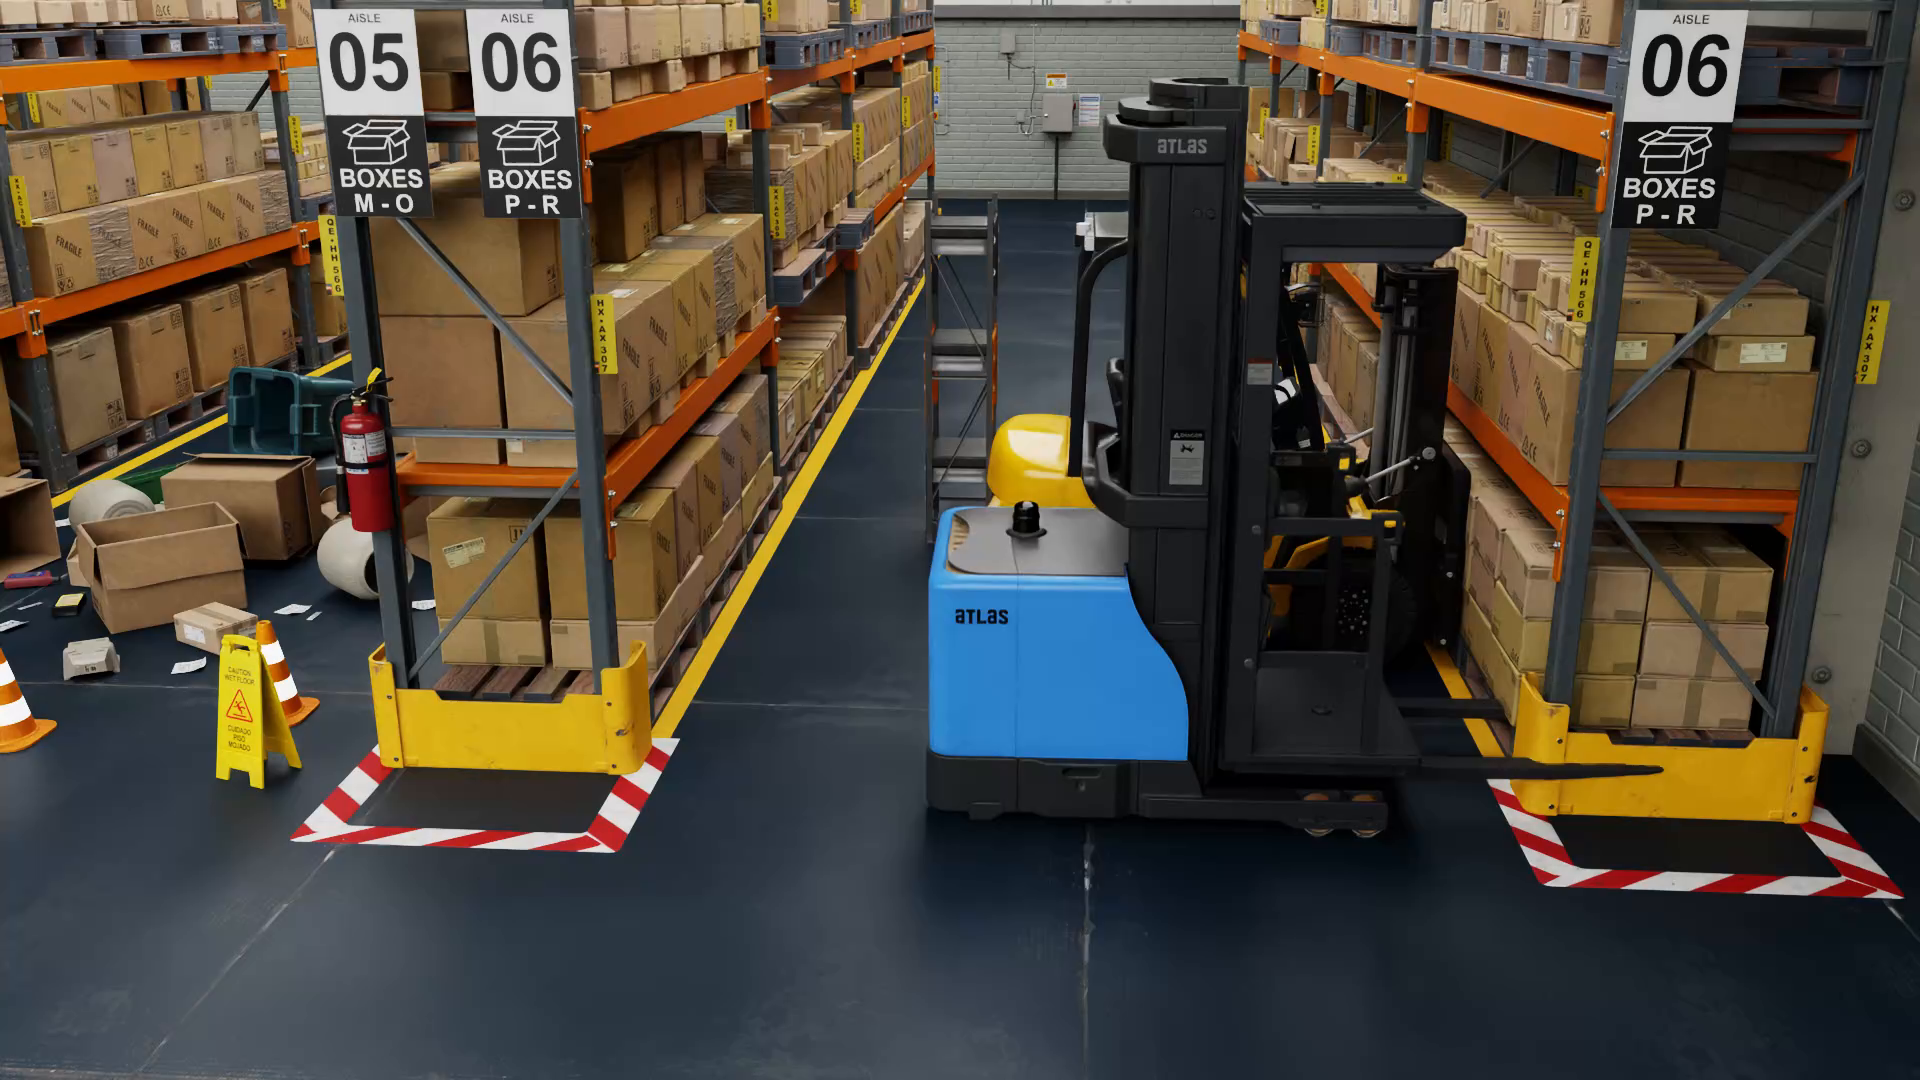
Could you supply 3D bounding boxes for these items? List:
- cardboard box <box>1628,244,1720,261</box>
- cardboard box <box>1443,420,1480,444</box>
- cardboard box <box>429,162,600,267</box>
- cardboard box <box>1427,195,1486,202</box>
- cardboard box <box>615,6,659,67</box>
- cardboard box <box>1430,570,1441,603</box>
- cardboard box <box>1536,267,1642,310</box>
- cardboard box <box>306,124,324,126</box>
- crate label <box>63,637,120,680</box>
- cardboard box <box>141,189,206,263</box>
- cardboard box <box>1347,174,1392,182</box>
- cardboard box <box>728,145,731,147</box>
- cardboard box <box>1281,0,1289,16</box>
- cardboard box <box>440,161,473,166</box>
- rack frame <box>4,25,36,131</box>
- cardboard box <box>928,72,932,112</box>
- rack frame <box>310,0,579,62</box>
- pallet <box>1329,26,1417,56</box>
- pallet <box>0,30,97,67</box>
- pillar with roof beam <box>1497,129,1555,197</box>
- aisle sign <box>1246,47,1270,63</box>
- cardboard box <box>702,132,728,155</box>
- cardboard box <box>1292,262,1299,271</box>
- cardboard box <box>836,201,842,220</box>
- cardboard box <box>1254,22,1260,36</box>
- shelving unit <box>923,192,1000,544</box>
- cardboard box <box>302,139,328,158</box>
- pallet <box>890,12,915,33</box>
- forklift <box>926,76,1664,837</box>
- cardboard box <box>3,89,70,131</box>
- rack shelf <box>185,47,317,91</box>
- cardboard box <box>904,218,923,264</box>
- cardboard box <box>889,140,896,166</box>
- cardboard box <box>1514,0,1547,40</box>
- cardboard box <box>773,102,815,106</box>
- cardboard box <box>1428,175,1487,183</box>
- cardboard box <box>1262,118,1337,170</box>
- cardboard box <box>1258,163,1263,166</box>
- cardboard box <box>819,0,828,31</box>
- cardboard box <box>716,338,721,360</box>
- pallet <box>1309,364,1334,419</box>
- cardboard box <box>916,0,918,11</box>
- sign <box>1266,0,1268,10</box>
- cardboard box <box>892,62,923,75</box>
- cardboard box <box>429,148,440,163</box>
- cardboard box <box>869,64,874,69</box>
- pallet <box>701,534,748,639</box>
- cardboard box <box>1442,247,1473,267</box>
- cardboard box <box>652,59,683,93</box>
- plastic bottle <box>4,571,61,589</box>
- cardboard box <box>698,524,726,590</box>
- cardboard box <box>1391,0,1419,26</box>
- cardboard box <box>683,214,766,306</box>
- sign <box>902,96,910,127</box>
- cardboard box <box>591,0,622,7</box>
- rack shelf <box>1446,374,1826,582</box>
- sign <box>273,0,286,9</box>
[{"bbox_3d":[3.395,-1.326,7.973,0.380,0.149,0.250,1,18,3],"label":"cardboard box"},{"bbox_3d":[2.825,-0.482,9.213,0.500,0.250,0.500,2,18,6],"label":"cardboard box"},{"bbox_3d":[-2.197,-1.583,8.194,0.700,0.500,0.500,1,18,3],"label":"cardboard box"},{"bbox_3d":[2.925,-1.976,9.955,0.380,0.149,0.250,2,18,5],"label":"cardboard box"},{"bbox_3d":[-1.646,-2.240,7.388,0.500,0.250,0.500,1,18,3],"label":"cardboard box"},{"bbox_3d":[2.781,0.154,8.876,0.500,0.250,0.500,2,18,6],"label":"cardboard box"},{"bbox_3d":[2.751,-1.101,7.285,0.380,0.149,0.250,2,18,5],"label":"cardboard box"},{"bbox_3d":[-6.620,-4.251,17.353,0.380,0.149,0.250,1,18,3],"label":"cardboard box"},{"bbox_3d":[-4.387,0.595,8.387,0.250,0.136,0.298,-9,20,-25],"label":"crate label"},{"bbox_3d":[-6.235,-2.434,12.874,0.500,0.500,0.500,2,18,5],"label":"cardboard box"},{"bbox_3d":[3.132,-2.675,12.568,0.380,0.149,0.250,2,18,5],"label":"cardboard box"},{"bbox_3d":[-1.789,-2.694,12.516,0.500,0.500,0.500,1,18,2],"label":"cardboard box"},{"bbox_3d":[3.301,-5.129,16.009,0.380,0.149,0.250,2,18,5],"label":"cardboard box"},{"bbox_3d":[-5.732,-4.205,18.844,0.380,0.149,0.250,2,18,6],"label":"cardboard box"},{"bbox_3d":[-11.018,-4.386,18.992,1.000,3.000,0.127,1,18,4],"label":"rack frame"},{"bbox_3d":[-0.644,-5.775,21.464,0.500,0.500,0.500,2,18,6],"label":"cardboard box"},{"bbox_3d":[-1.994,-3.289,6.009,1.000,3.000,0.127,1,18,4],"label":"rack frame"},{"bbox_3d":[3.571,-3.936,13.104,1.213,0.211,1.003,2,18,6],"label":"pallet"},{"bbox_3d":[-6.635,-3.380,11.411,0.805,0.209,1.217,1,18,2],"label":"pallet"},{"bbox_3d":[0.042,-5.335,12.253,9.100,9.000,0.400,1,18,4],"label":"pillar with roof beam"},{"bbox_3d":[3.816,-6.561,21.453,0.394,0.787,0.004,1,18,4],"label":"aisle sign"},{"bbox_3d":[-1.867,-2.826,11.874,0.380,0.149,0.250,1,18,2],"label":"cardboard box"},{"bbox_3d":[3.437,-2.703,16.154,0.380,0.149,0.250,0,18,1],"label":"cardboard box"},{"bbox_3d":[-1.156,-2.654,13.433,0.380,0.149,0.250,0,18,1],"label":"cardboard box"},{"bbox_3d":[3.630,-5.959,19.376,0.380,0.149,0.250,2,18,5],"label":"cardboard box"},{"bbox_3d":[0.012,-1.049,10.253,0.431,2.100,0.503,1,18,4],"label":"shelving unit"},{"bbox_3d":[-6.100,-3.664,15.560,0.380,0.149,0.250,1,18,4],"label":"cardboard box"},{"bbox_3d":[-1.065,-5.802,18.638,1.003,0.211,1.213,1,18,4],"label":"pallet"},{"bbox_3d":[1.392,-0.359,6.812,3.031,2.935,1.130,1,18,2],"label":"forklift"},{"bbox_3d":[-10.729,-4.956,19.289,0.500,0.500,0.500,1,18,4],"label":"cardboard box"},{"bbox_3d":[-6.222,-4.707,16.307,1.077,0.370,4.000,1,18,4],"label":"rack shelf"},{"bbox_3d":[-0.918,-3.618,20.087,0.875,0.438,0.875,1,18,2],"label":"cardboard box"},{"bbox_3d":[-0.951,-4.034,17.354,0.500,0.250,0.500,2,18,5],"label":"cardboard box"},{"bbox_3d":[2.919,-2.507,7.445,0.700,0.500,0.500,1,18,4],"label":"cardboard box"},{"bbox_3d":[-1.616,-3.771,15.349,0.500,0.500,0.500,2,18,5],"label":"cardboard box"},{"bbox_3d":[3.744,-2.664,12.533,0.380,0.149,0.250,1,18,3],"label":"cardboard box"},{"bbox_3d":[3.560,-4.157,17.458,0.700,0.500,0.500,2,18,5],"label":"cardboard box"},{"bbox_3d":[3.580,-4.203,18.837,0.380,0.149,0.250,2,18,5],"label":"cardboard box"},{"bbox_3d":[-1.216,-3.721,11.711,0.500,0.250,0.500,1,18,3],"label":"cardboard box"},{"bbox_3d":[-1.544,-1.060,9.244,0.380,0.149,0.250,1,18,3],"label":"cardboard box"},{"bbox_3d":[3.433,-1.233,13.847,1.003,0.211,1.213,1,18,4],"label":"pallet"},{"bbox_3d":[-0.789,-6.867,21.151,0.500,0.250,0.500,0,18,-1],"label":"cardboard box"},{"bbox_3d":[3.276,-5.736,17.464,0.100,0.325,0.005,1,18,4],"label":"sign"},{"bbox_3d":[-0.661,-5.884,20.753,0.380,0.149,0.250,2,18,5],"label":"cardboard box"},{"bbox_3d":[-5.909,-4.197,18.142,0.380,0.149,0.250,1,18,3],"label":"cardboard box"},{"bbox_3d":[-1.256,-5.732,20.290,0.380,0.149,0.250,1,18,4],"label":"cardboard box"},{"bbox_3d":[-1.805,0.234,9.370,1.003,0.211,1.213,1,18,4],"label":"pallet"},{"bbox_3d":[2.839,-1.515,9.027,0.380,0.149,0.250,1,18,3],"label":"cardboard box"},{"bbox_3d":[-1.558,-2.241,8.032,0.380,0.149,0.250,1,18,5],"label":"cardboard box"},{"bbox_3d":[-5.361,0.228,9.630,0.283,0.061,0.133,-5,19,-15],"label":"plastic bottle"},{"bbox_3d":[-1.590,0.097,9.053,0.500,0.250,0.500,3,18,8],"label":"cardboard box"},{"bbox_3d":[3.053,-3.431,10.568,0.500,0.311,0.500,1,18,2],"label":"cardboard box"},{"bbox_3d":[-1.491,-1.726,10.234,0.500,0.500,0.500,1,18,3],"label":"cardboard box"},{"bbox_3d":[-0.592,-4.669,18.121,0.100,0.325,0.005,1,18,4],"label":"sign"},{"bbox_3d":[-1.683,-2.384,7.186,0.380,0.149,0.250,1,18,4],"label":"cardboard box"},{"bbox_3d":[3.101,-0.608,8.616,1.077,0.370,4.000,1,18,4],"label":"rack shelf"},{"bbox_3d":[-5.812,-4.696,14.161,0.100,0.325,0.005,1,18,4],"label":"sign"}]
